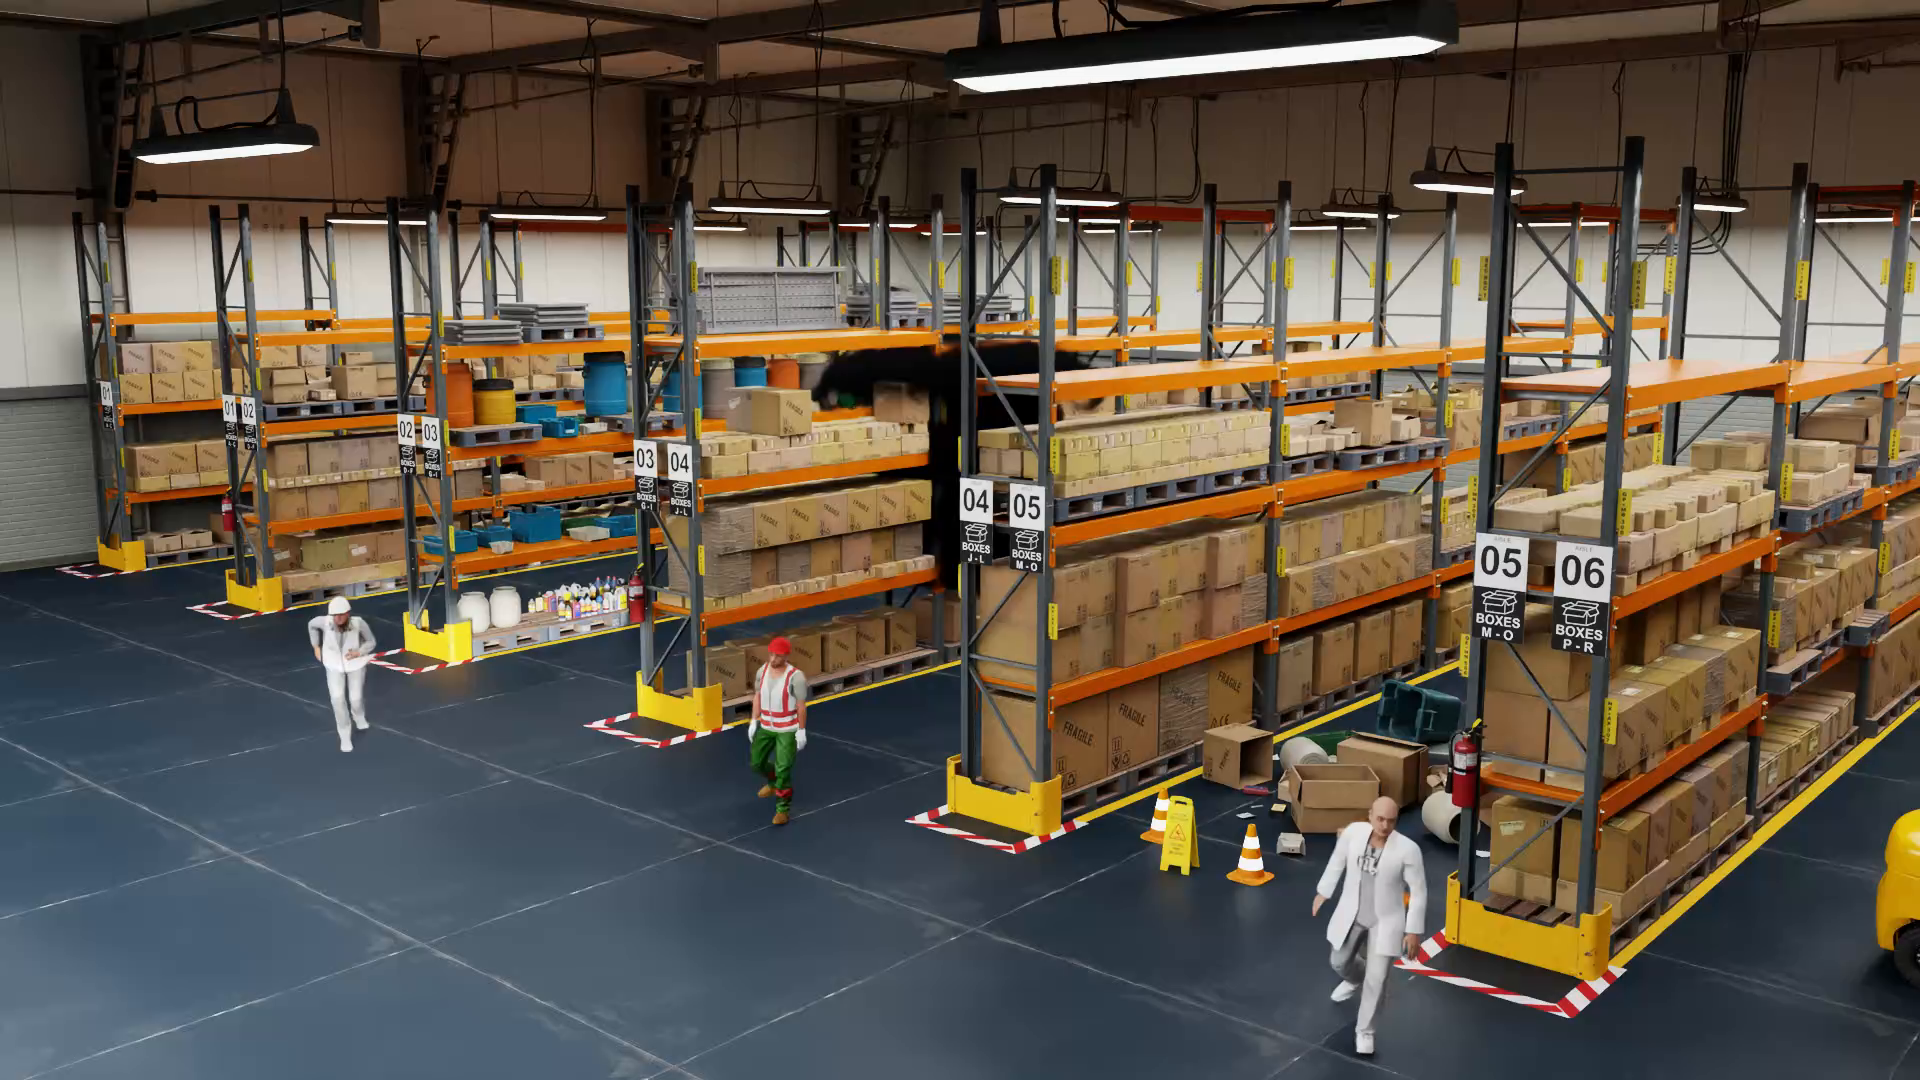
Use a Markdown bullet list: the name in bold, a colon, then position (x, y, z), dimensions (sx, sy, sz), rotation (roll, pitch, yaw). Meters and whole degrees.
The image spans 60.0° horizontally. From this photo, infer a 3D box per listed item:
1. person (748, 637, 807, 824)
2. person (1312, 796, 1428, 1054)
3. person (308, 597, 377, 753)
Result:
- **person**: position (-1.695, 1.725, 15.548), dimensions (0.710, 1.760, 0.618), rotation (5, 11, 28)
- **person**: position (2.767, 2.483, 11.164), dimensions (0.790, 1.719, 0.829), rotation (5, 11, 28)
- **person**: position (-6.640, 1.400, 17.979), dimensions (0.698, 1.730, 1.030), rotation (-2, 10, -13)
